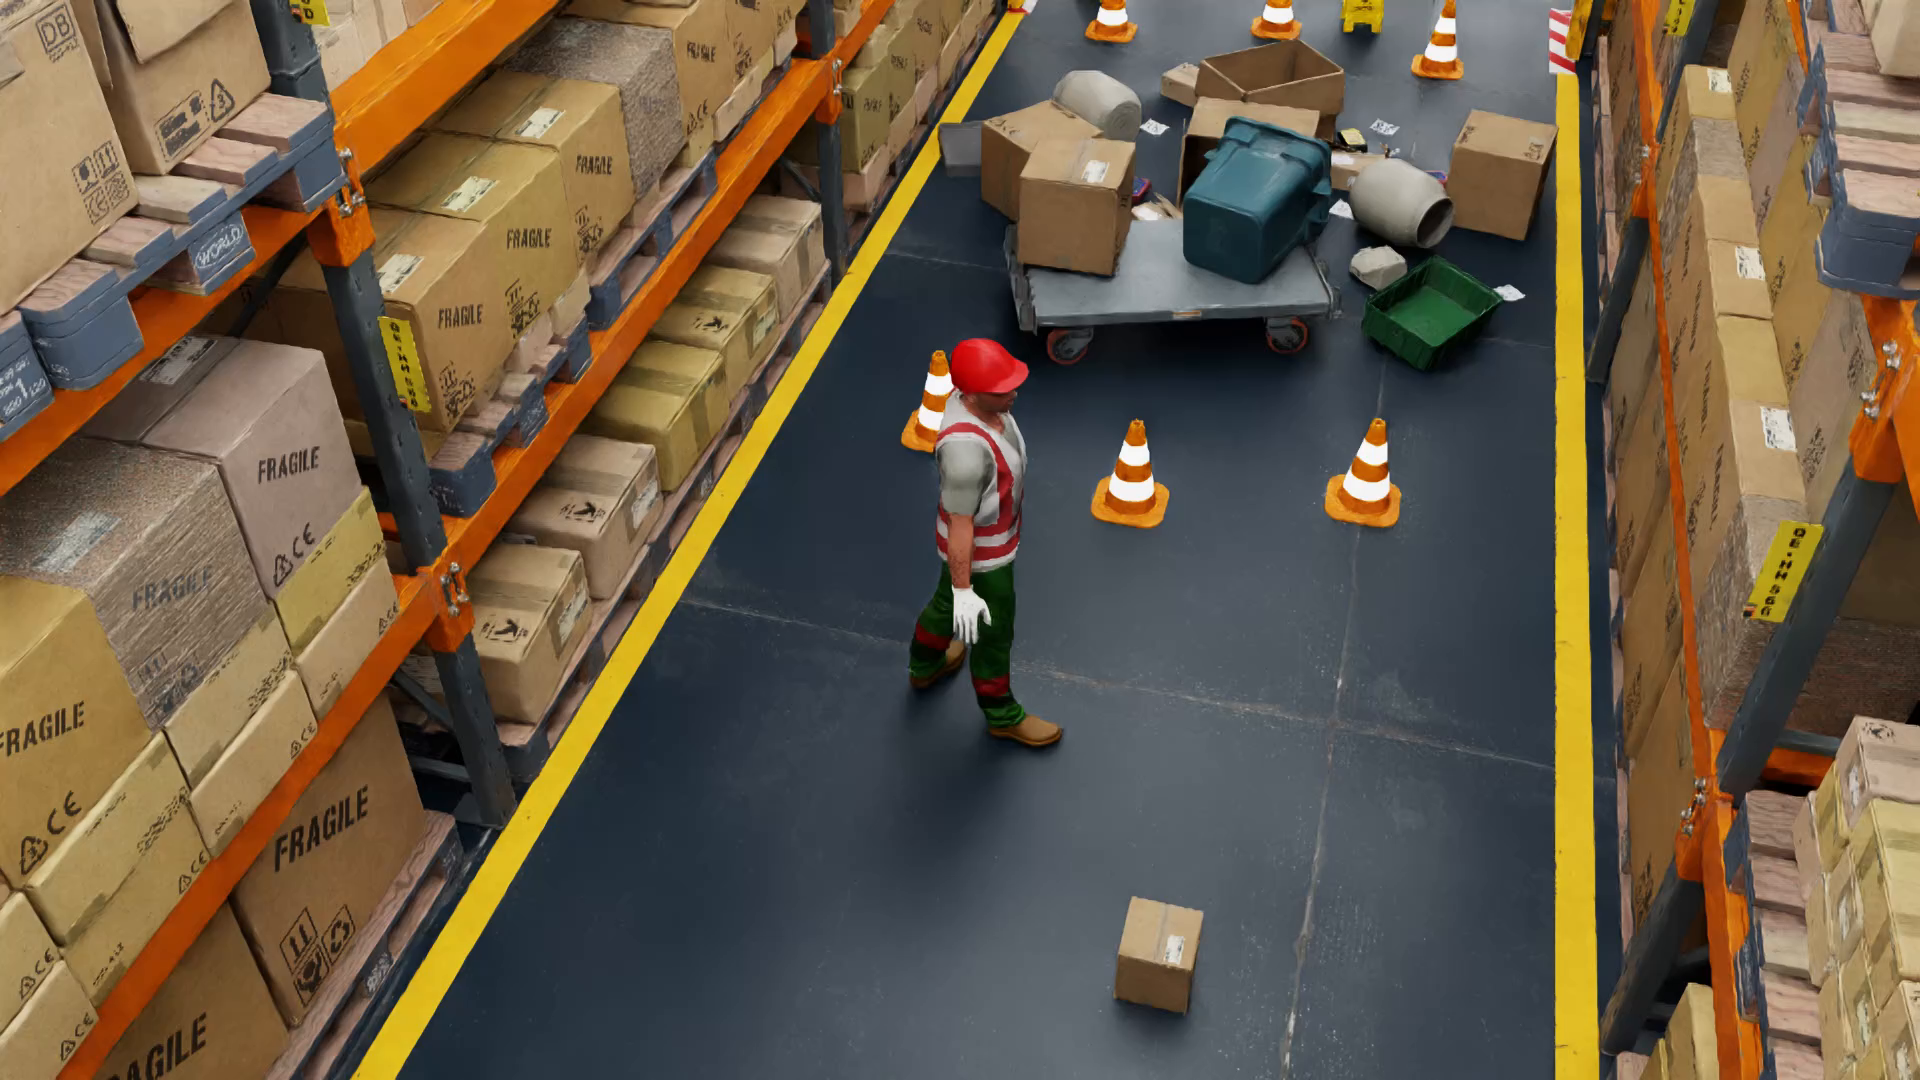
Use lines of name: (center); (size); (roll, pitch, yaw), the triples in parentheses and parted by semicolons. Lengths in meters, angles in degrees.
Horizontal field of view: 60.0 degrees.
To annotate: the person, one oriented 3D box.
person: (0.093, 0.131, 6.166); (0.634, 1.551, 0.753); (3, 41, 3)
